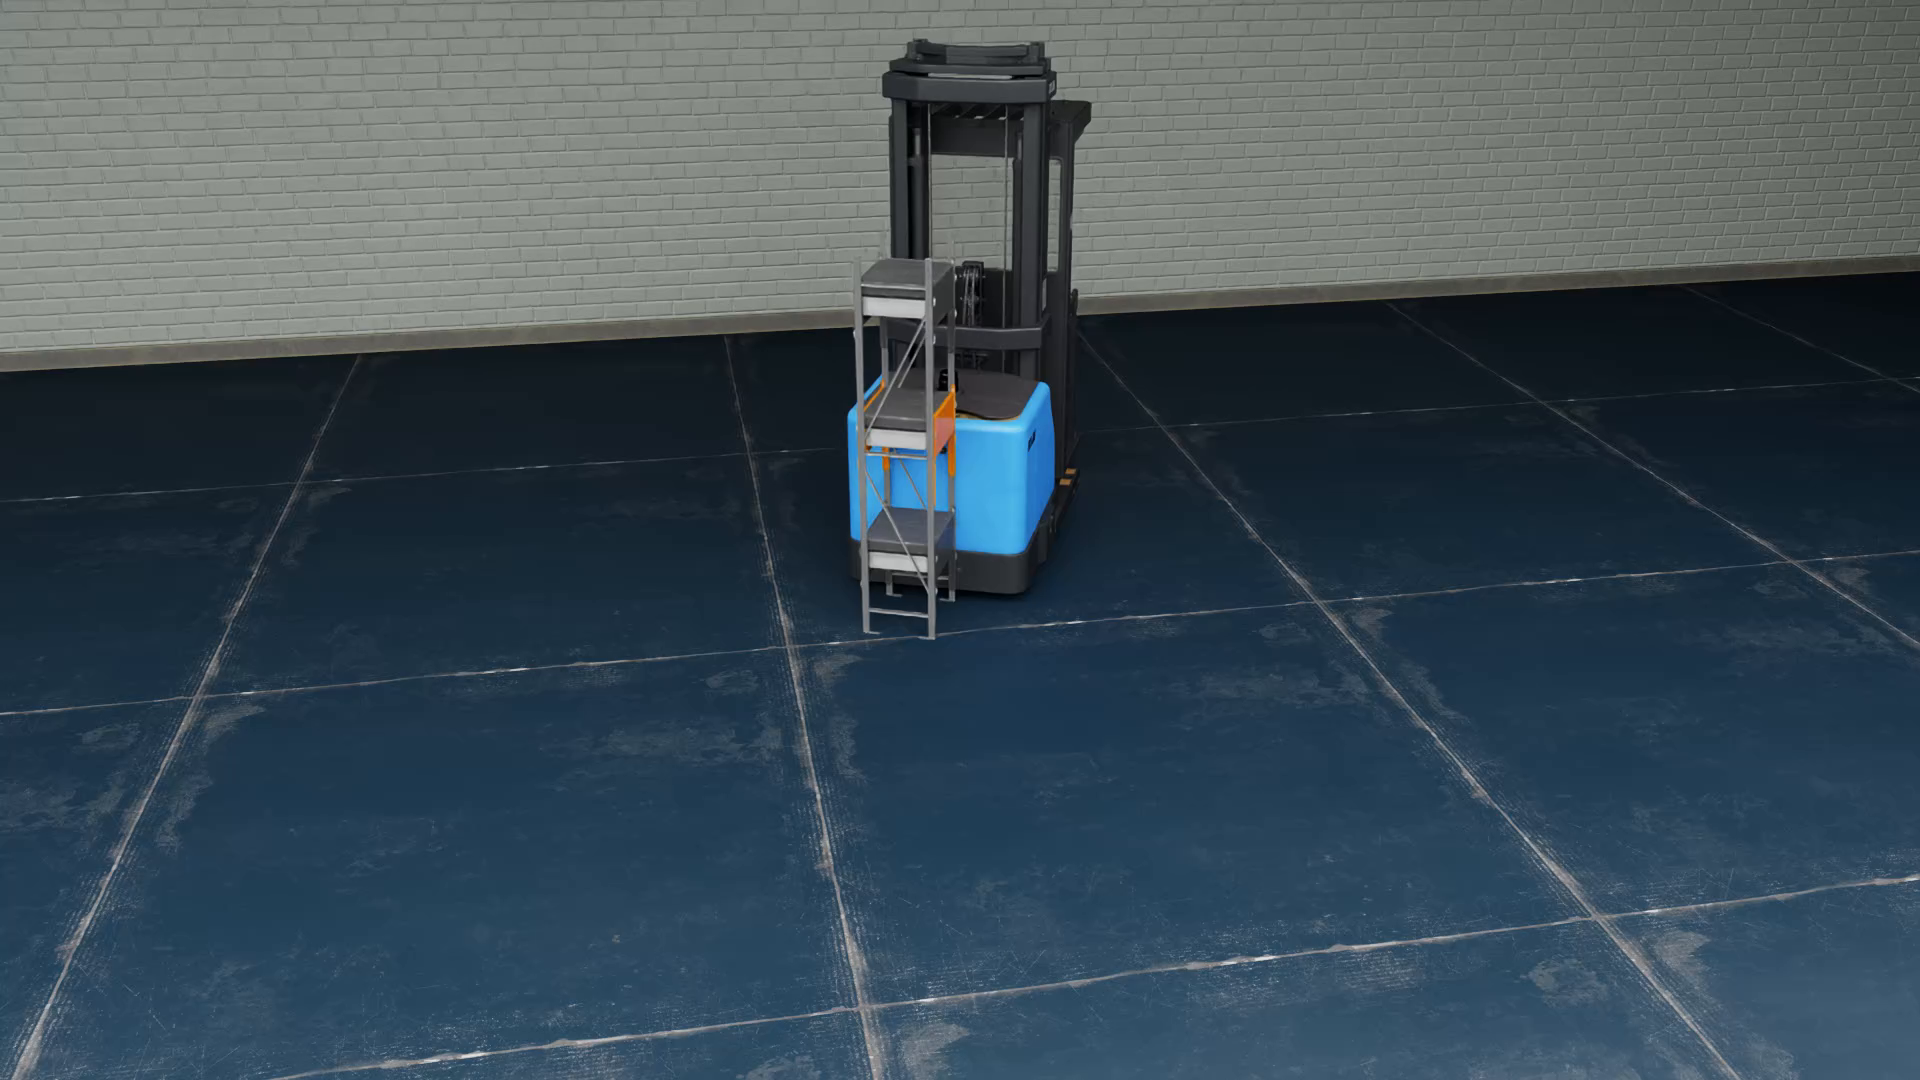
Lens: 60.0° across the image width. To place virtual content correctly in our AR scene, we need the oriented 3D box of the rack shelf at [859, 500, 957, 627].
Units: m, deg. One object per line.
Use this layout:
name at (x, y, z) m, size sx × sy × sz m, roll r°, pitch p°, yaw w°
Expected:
rack shelf at (-0.278, 0.122, 9.127) m, size 0.431 × 0.518 × 0.480 m, roll 5°, pitch 24°, yaw 12°

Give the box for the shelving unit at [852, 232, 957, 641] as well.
shelving unit at (-0.278, -0.531, 8.839) m, size 0.431 × 2.100 × 0.503 m, roll 5°, pitch 24°, yaw 12°

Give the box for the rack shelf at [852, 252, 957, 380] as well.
rack shelf at (-0.279, -1.159, 8.563) m, size 0.431 × 0.518 × 0.480 m, roll 5°, pitch 24°, yaw 12°

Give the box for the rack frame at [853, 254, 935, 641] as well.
rack frame at (-0.332, -0.435, 8.622) m, size 0.400 × 2.100 × 0.015 m, roll 5°, pitch 24°, yaw 12°

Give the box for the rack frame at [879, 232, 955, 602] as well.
rack frame at (-0.225, -0.627, 9.057) m, size 0.400 × 2.100 × 0.015 m, roll 5°, pitch 24°, yaw 12°

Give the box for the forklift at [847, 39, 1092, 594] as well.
forklift at (0.179, -1.600, 10.251) m, size 1.130 × 2.935 × 3.031 m, roll 5°, pitch 24°, yaw 11°

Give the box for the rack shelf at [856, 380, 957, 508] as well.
rack shelf at (-0.278, -0.518, 8.845) m, size 0.431 × 0.518 × 0.480 m, roll 5°, pitch 24°, yaw 12°
